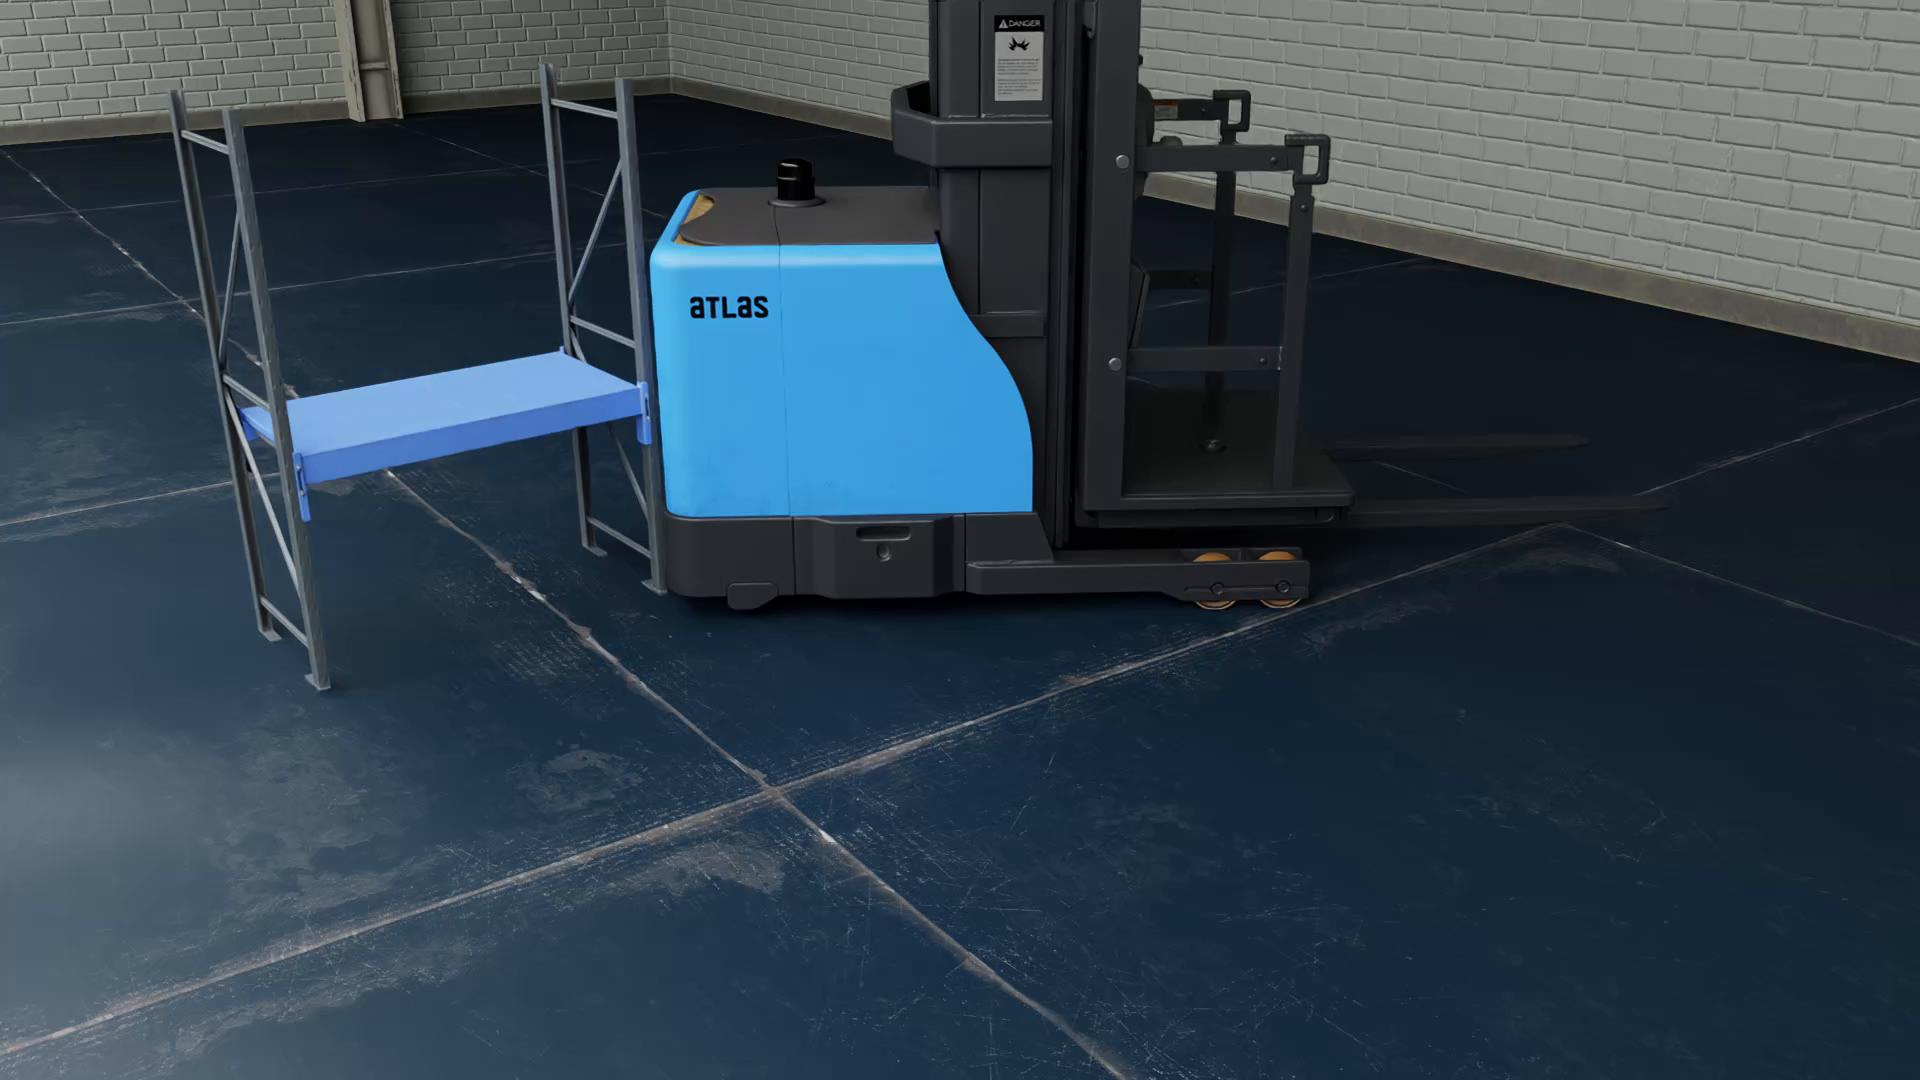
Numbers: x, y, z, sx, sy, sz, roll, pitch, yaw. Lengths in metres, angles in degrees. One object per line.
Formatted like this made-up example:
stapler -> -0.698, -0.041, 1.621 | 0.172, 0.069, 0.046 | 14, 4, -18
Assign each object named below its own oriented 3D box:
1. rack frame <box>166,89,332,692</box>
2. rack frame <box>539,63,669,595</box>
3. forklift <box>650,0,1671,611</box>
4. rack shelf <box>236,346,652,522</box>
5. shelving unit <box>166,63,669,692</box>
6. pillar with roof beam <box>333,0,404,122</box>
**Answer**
rack frame -> -1.834, -0.369, 4.299 | 0.032, 1.500, 0.500 | -17, 27, -36
rack frame -> -1.045, -0.607, 4.894 | 0.032, 1.500, 0.500 | -17, 27, -36
forklift -> 0.633, -1.350, 4.826 | 3.031, 2.935, 1.130 | -1, 22, -3
rack shelf -> -1.439, -0.321, 4.663 | 1.000, 0.185, 0.538 | -17, 27, -36
shelving unit -> -1.439, -0.488, 4.596 | 1.048, 1.500, 0.538 | -17, 27, -36
pillar with roof beam -> -2.689, -6.648, 9.915 | 0.400, 9.000, 9.100 | -15, 26, -33
